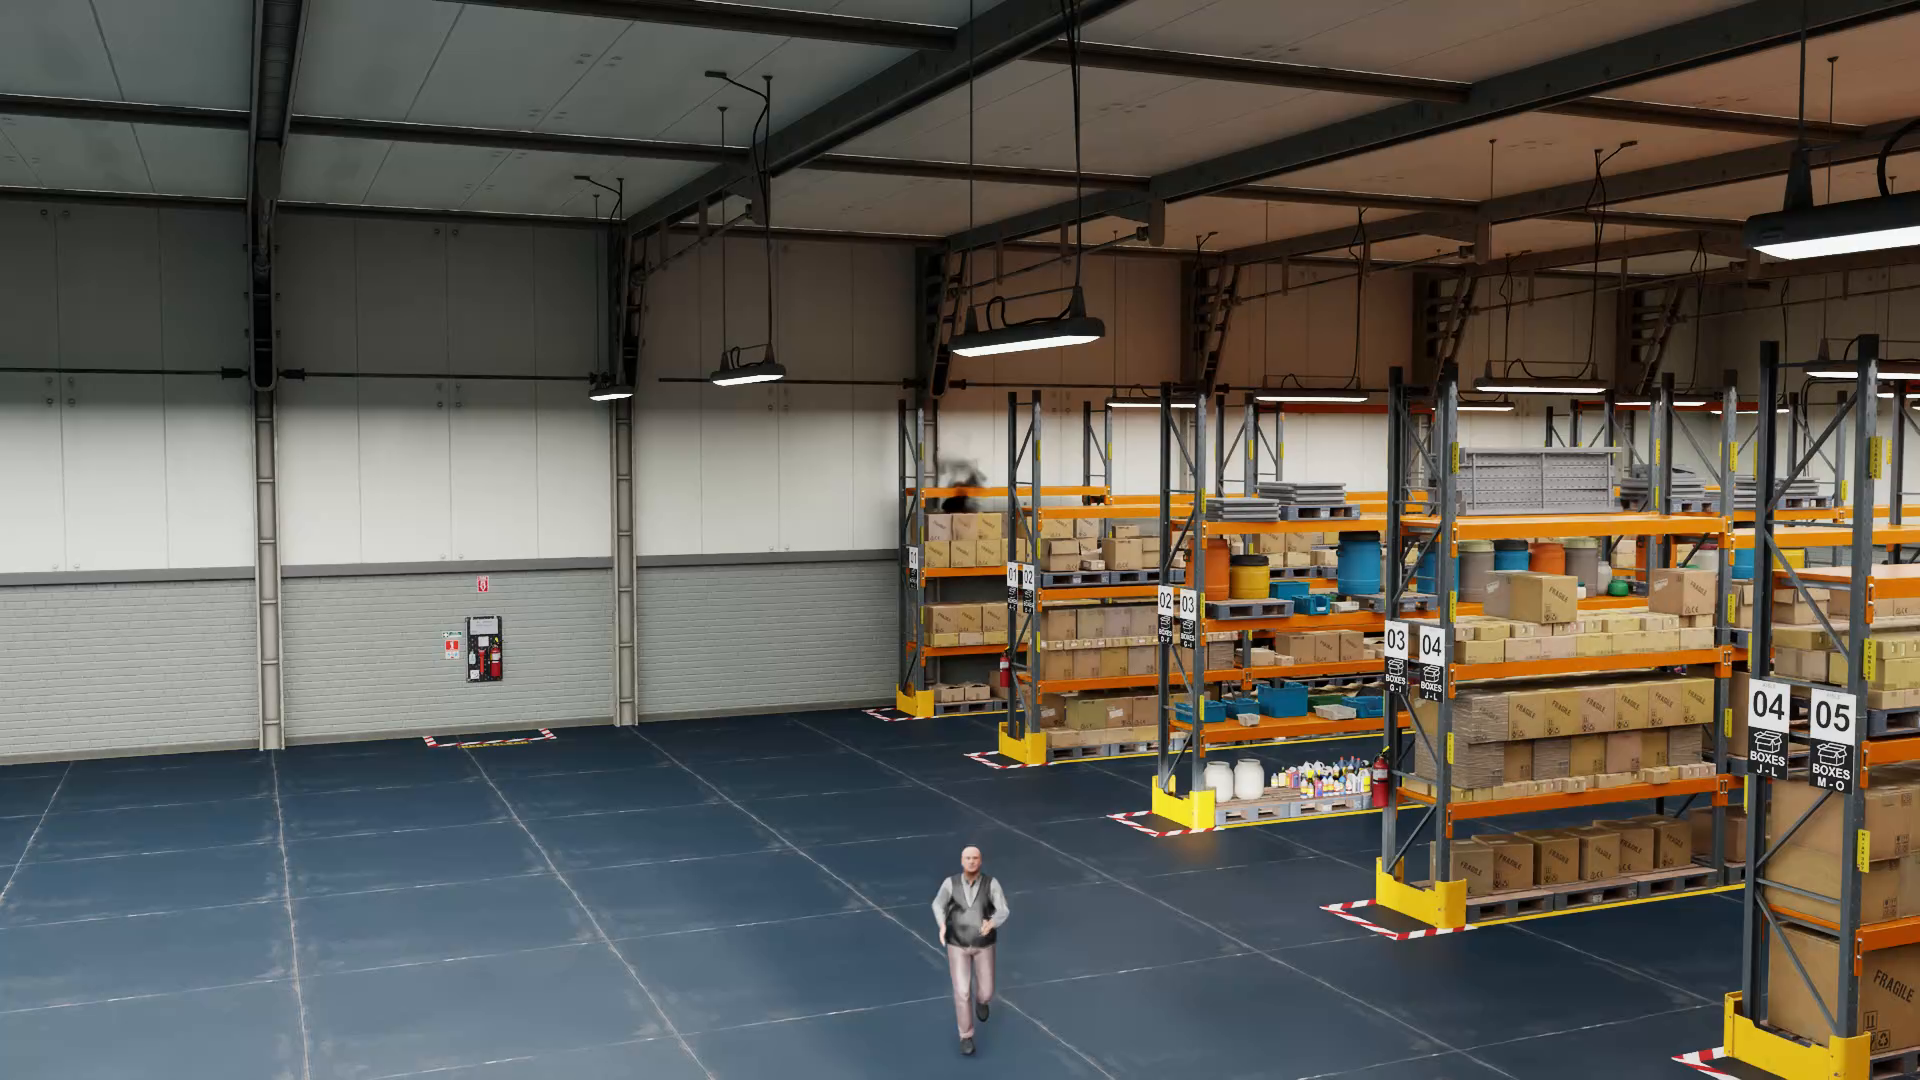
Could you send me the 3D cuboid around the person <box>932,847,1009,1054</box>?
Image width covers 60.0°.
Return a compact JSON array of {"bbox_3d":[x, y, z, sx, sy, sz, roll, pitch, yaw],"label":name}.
[{"bbox_3d":[0.090,3.481,14.315,0.668,1.689,0.803,0,3,0],"label":"person"}]
